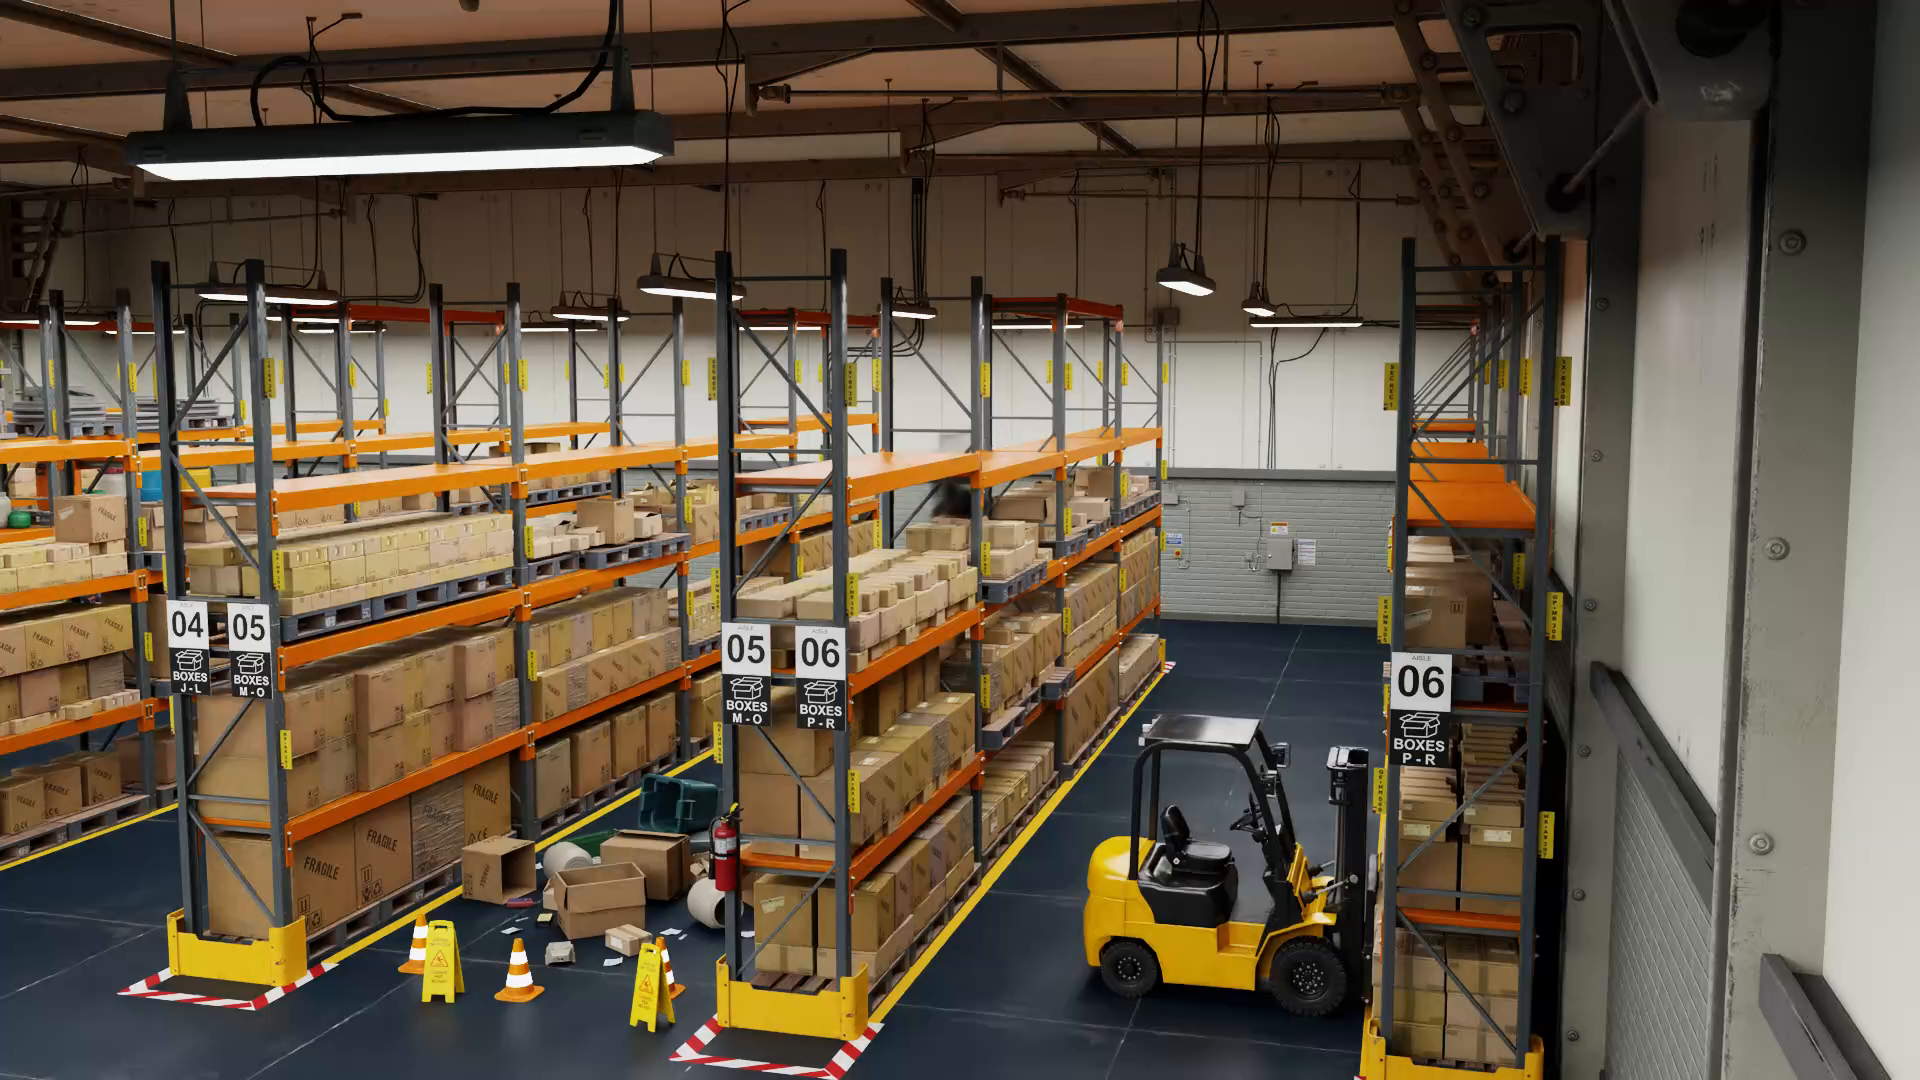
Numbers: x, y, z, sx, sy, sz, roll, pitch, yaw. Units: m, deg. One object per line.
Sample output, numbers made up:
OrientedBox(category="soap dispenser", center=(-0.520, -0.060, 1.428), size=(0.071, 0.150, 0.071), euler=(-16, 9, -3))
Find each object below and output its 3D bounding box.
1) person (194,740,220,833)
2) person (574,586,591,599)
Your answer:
OrientedBox(category="person", center=(-7.583, 2.597, 16.822), size=(0.517, 1.608, 0.639), euler=(1, 6, 6))
OrientedBox(category="person", center=(-6.029, 1.484, 26.967), size=(0.568, 1.681, 0.915), euler=(2, 6, 15))
